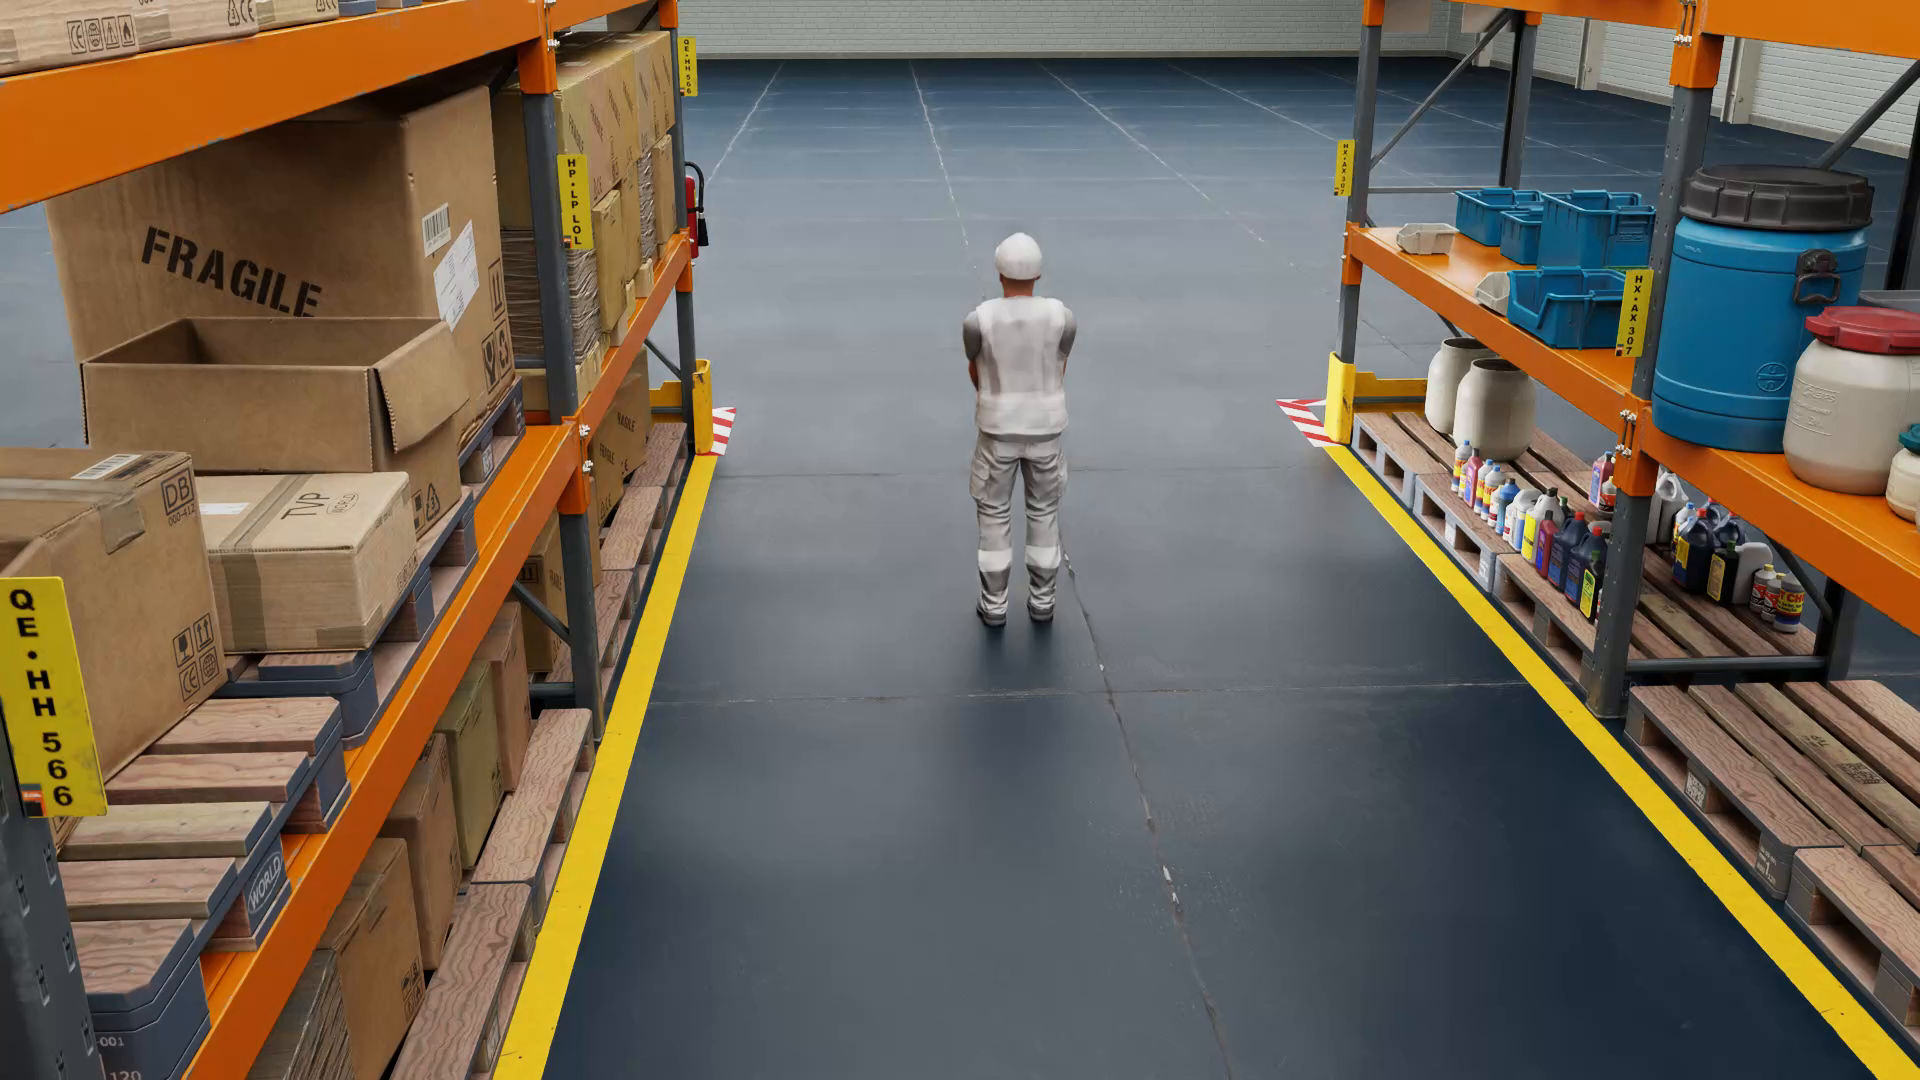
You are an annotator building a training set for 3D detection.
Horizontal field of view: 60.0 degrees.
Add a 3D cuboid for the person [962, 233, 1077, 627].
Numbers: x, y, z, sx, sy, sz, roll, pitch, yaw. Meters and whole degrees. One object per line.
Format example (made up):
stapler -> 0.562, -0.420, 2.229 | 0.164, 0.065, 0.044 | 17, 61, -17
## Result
person -> 0.250, -0.506, 7.425 | 0.494, 1.783, 0.563 | -1, 20, -3
